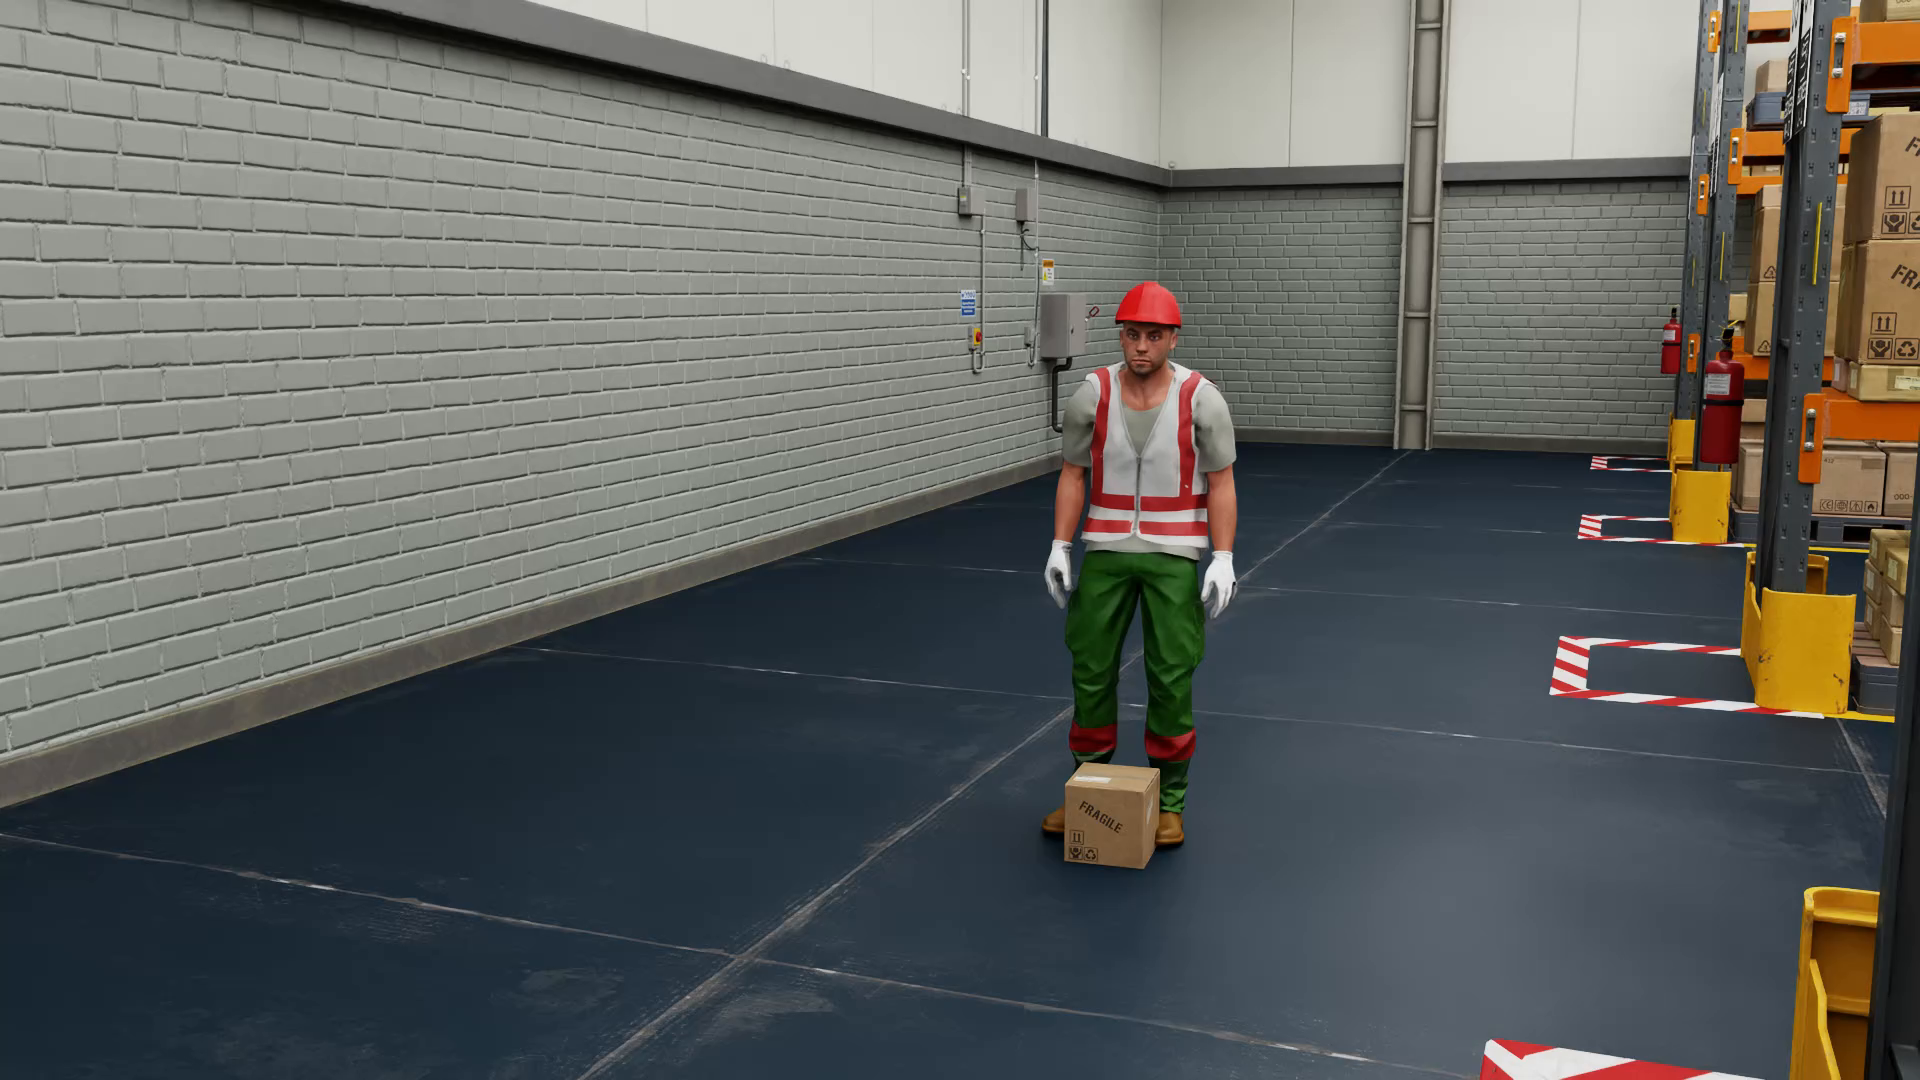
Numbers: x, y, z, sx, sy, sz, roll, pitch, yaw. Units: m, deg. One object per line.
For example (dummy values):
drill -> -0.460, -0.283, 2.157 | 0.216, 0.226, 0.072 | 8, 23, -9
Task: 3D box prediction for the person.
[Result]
person -> 0.575, 0.076, 5.299 | 0.618, 1.778, 0.452 | 3, 9, 18
